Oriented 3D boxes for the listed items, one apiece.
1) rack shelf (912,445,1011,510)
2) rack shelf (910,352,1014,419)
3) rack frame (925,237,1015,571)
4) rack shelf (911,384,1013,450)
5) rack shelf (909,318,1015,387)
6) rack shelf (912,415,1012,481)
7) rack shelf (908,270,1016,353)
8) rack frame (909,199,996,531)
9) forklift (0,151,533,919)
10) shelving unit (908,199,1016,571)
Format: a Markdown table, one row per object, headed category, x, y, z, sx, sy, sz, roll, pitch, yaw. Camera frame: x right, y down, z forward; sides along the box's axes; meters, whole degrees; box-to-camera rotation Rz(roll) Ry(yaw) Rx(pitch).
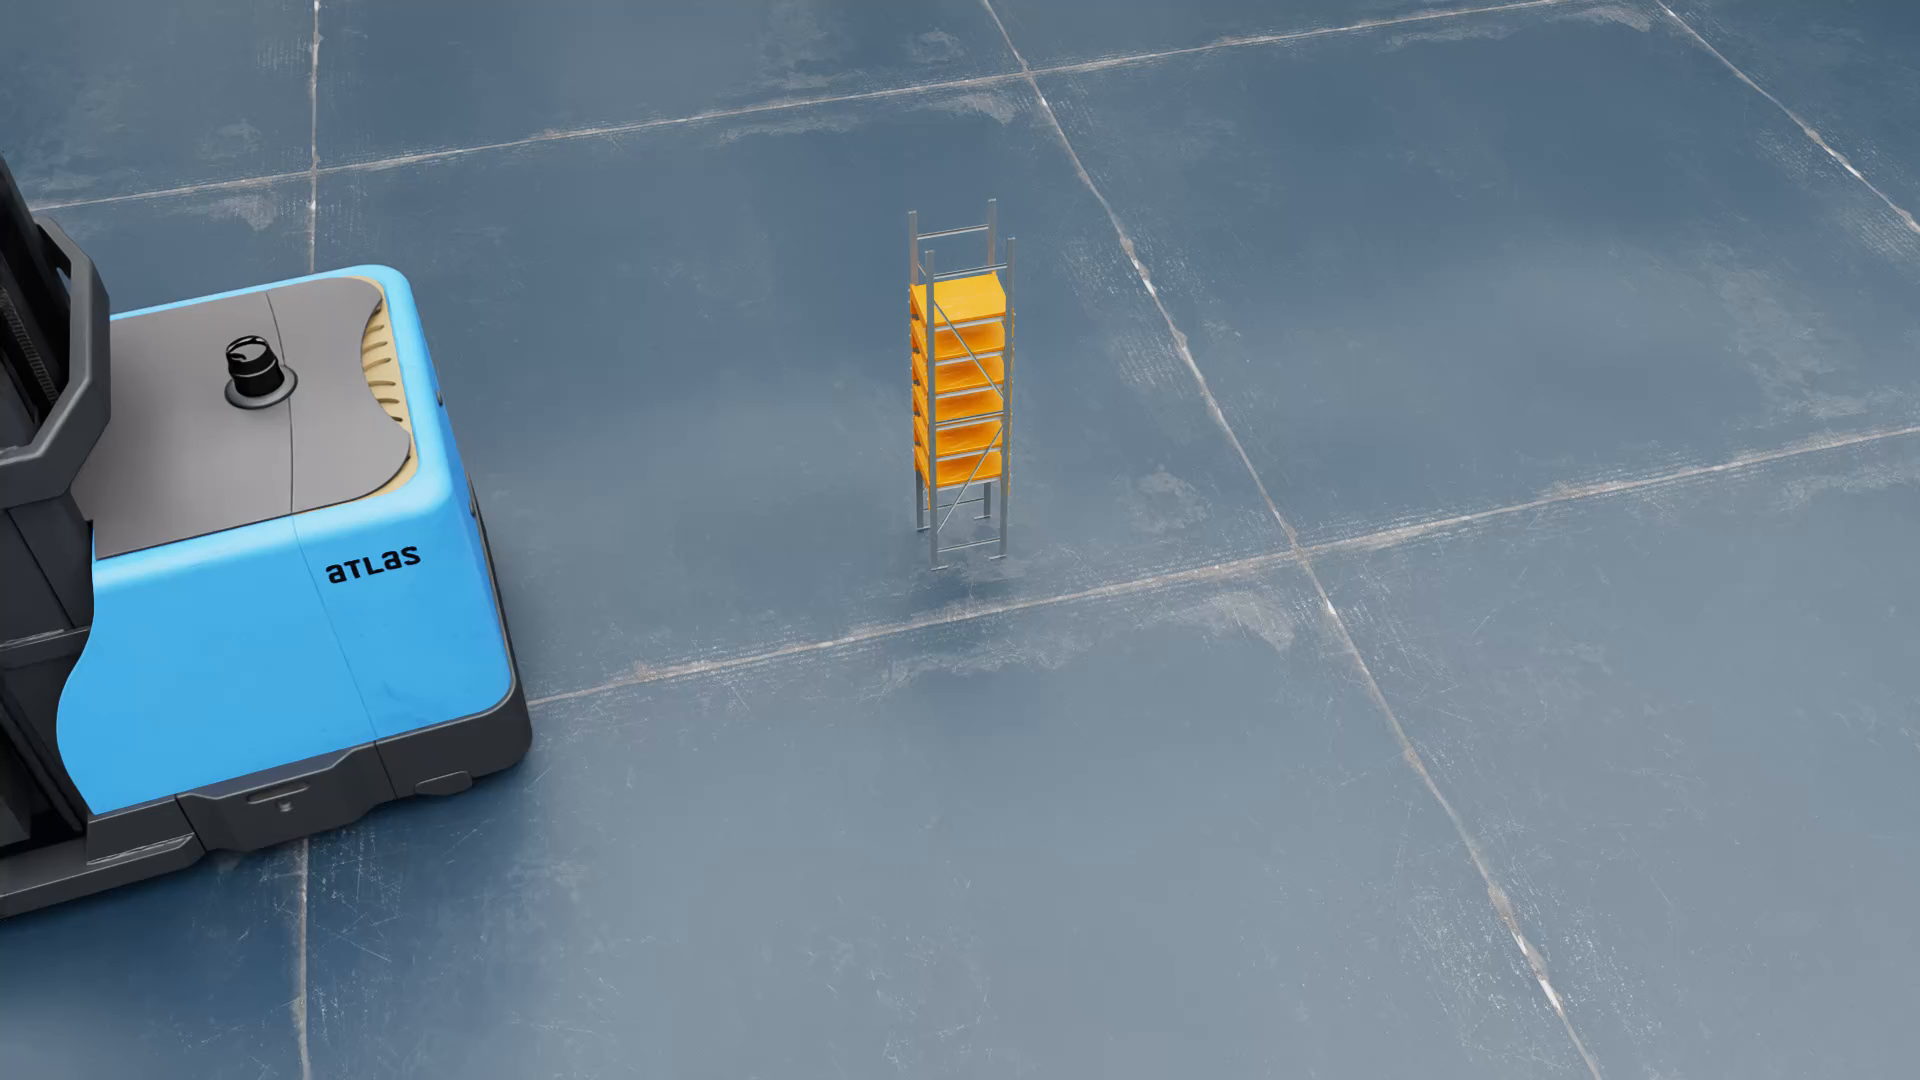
| category | x | y | z | sx | sy | sz | roll | pitch | yaw |
| --- | --- | --- | --- | --- | --- | --- | --- | --- | --- |
| rack shelf | 0.004 | -0.211 | 5.015 | 0.258 | 0.103 | 0.180 | -11 | 47 | -10 |
| rack shelf | 0.004 | -0.463 | 4.758 | 0.258 | 0.103 | 0.180 | -11 | 47 | -10 |
| rack frame | 0.027 | -0.347 | 4.750 | 0.240 | 1.200 | 0.006 | -11 | 47 | -10 |
| rack shelf | 0.004 | -0.379 | 4.843 | 0.258 | 0.103 | 0.180 | -11 | 47 | -10 |
| rack shelf | 0.004 | -0.547 | 4.672 | 0.258 | 0.103 | 0.180 | -11 | 47 | -10 |
| rack shelf | 0.004 | -0.295 | 4.929 | 0.258 | 0.103 | 0.180 | -11 | 47 | -10 |
| rack shelf | 0.004 | -0.631 | 4.586 | 0.258 | 0.103 | 0.180 | -11 | 47 | -10 |
| rack frame | -0.020 | -0.473 | 4.874 | 0.240 | 1.200 | 0.006 | -11 | 47 | -10 |
| forklift | -2.758 | -0.354 | 3.544 | 3.031 | 2.935 | 1.130 | -15 | 47 | -14 |
| shelving unit | 0.004 | -0.410 | 4.812 | 0.258 | 1.200 | 0.189 | -11 | 47 | -10 |
